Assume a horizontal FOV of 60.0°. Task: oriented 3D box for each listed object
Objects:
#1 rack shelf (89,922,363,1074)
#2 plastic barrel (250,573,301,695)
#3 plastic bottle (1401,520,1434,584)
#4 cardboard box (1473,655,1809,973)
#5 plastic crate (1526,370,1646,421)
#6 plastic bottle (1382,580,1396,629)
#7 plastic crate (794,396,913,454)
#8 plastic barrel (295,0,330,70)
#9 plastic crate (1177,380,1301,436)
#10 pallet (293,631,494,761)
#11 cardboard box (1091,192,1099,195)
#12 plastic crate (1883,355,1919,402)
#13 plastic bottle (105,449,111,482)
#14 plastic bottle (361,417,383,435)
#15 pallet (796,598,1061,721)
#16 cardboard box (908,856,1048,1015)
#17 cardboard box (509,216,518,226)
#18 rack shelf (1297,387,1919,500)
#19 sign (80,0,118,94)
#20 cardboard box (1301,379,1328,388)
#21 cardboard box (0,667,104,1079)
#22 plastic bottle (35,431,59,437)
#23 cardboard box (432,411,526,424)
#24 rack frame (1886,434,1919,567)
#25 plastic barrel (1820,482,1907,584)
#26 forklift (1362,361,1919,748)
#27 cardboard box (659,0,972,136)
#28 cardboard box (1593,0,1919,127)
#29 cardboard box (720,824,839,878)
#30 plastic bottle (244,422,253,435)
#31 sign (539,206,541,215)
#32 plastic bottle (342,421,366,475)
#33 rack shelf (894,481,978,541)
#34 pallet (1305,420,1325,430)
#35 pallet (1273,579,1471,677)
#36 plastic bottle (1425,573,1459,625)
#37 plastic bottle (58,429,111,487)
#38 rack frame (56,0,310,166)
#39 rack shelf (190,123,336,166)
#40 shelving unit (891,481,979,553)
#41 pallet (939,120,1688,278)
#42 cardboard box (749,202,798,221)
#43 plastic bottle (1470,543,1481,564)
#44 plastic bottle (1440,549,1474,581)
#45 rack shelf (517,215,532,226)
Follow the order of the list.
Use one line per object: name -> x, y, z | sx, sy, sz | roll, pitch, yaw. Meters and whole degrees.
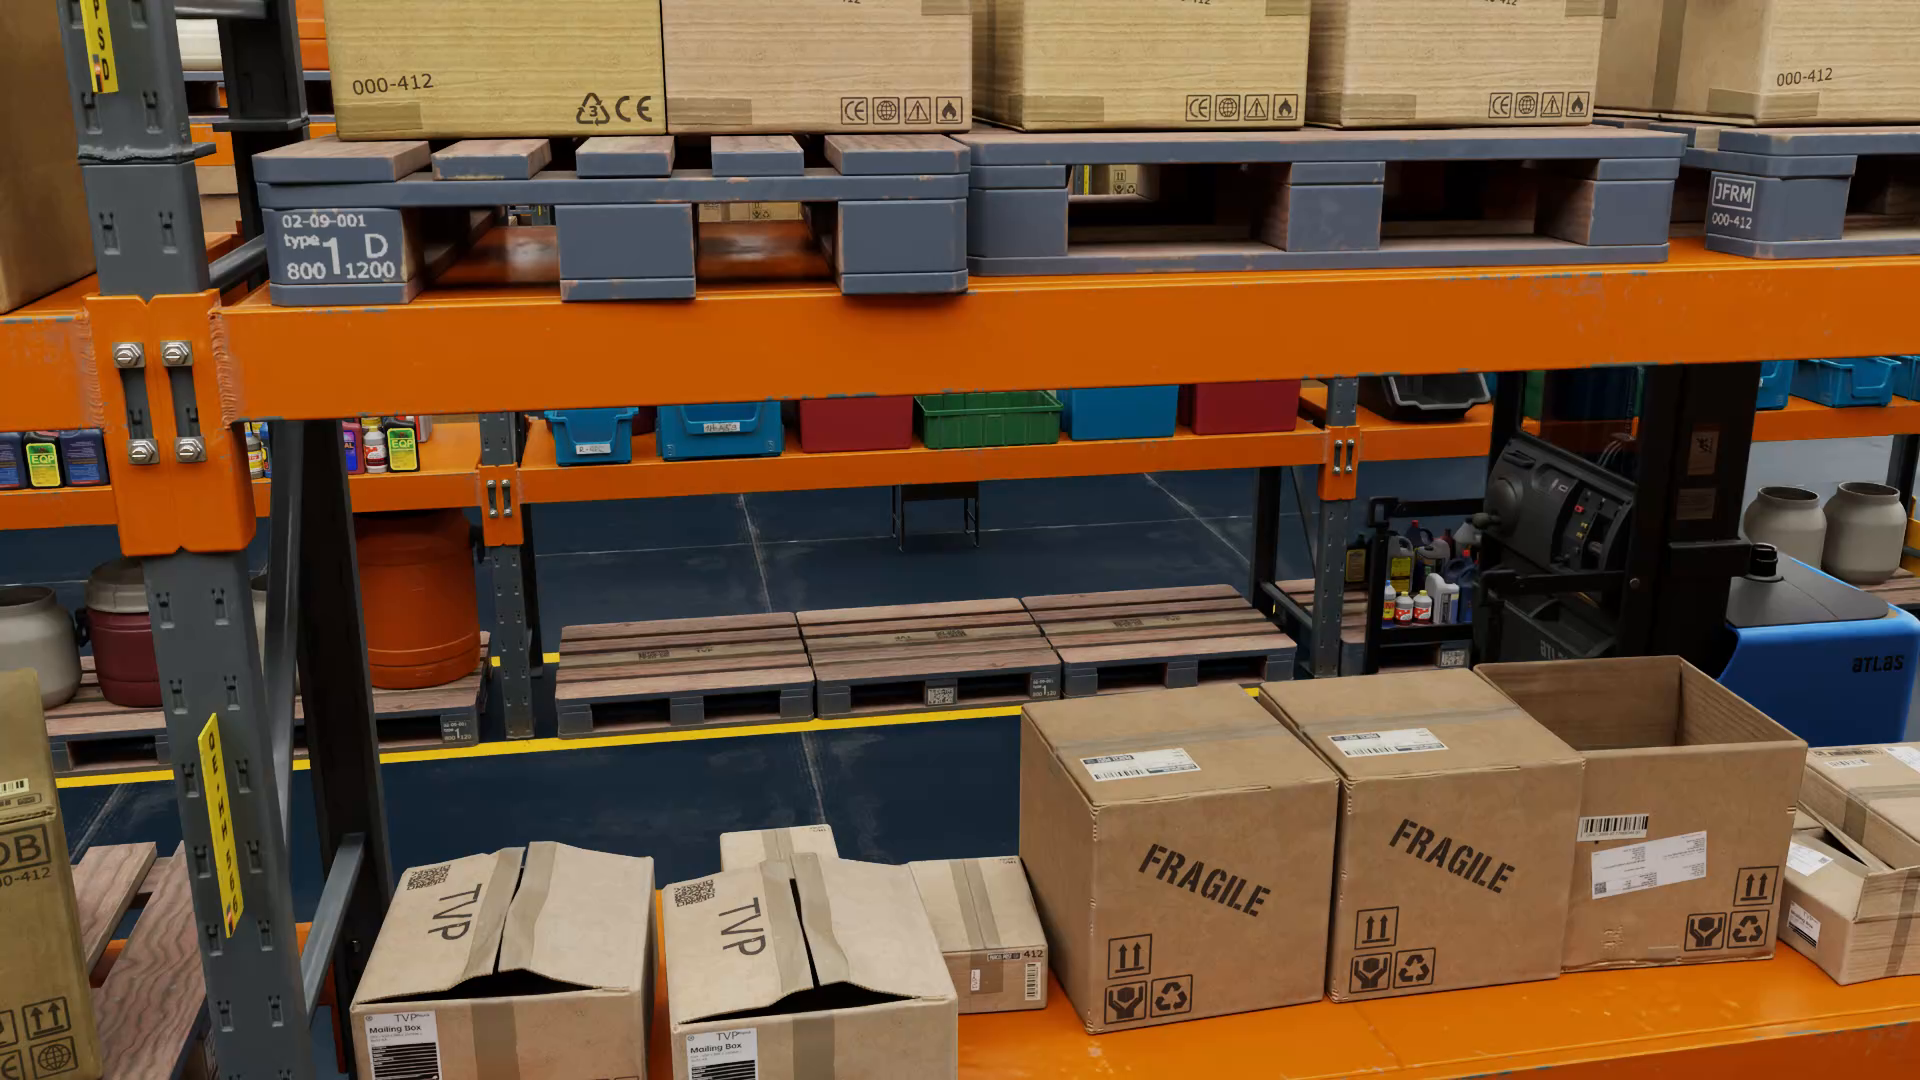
rack shelf -> -3.176, 1.241, 2.889 | 4.000, 0.370, 1.077 | -3, 17, -10
plastic barrel -> -3.163, 0.435, 7.808 | 0.421, 0.512, 0.421 | 0, 17, 0
plastic bottle -> 2.545, 0.061, 9.268 | 0.185, 0.351, 0.144 | -4, 18, -13
cardboard box -> 1.440, 0.582, 3.637 | 0.500, 0.500, 0.500 | -2, 17, -6
plastic crate -> 3.165, -0.759, 8.533 | 0.662, 0.188, 0.450 | -3, 17, -10
plastic bottle -> 2.175, 0.337, 8.503 | 0.097, 0.271, 0.097 | 0, 17, 0
plastic crate -> -0.504, -0.675, 7.792 | 0.583, 0.464, 0.402 | -3, 17, -10
plastic barrel -> -2.707, -2.452, 7.130 | 0.708, 0.830, 0.600 | -3, 17, -10
plastic crate -> 1.361, -0.781, 8.137 | 0.583, 0.464, 0.402 | -3, 17, -10
pallet -> -2.915, 0.746, 8.023 | 1.213, 0.211, 1.003 | -3, 17, -10
cardboard box -> 1.293, -2.491, 13.135 | 0.500, 0.500, 0.875 | -3, 17, -10
plastic crate -> 5.271, -0.903, 8.897 | 0.616, 0.251, 0.499 | -3, 17, -10
plastic bottle -> -3.587, -0.378, 7.132 | 0.133, 0.283, 0.061 | -3, 17, -10
plastic bottle -> -2.849, -0.613, 8.037 | 0.097, 0.201, 0.097 | 0, 17, 0
pallet -> -0.185, 0.591, 8.527 | 1.213, 0.211, 1.003 | -3, 17, -10
cardboard box -> 0.029, 0.818, 3.467 | 0.250, 0.149, 0.380 | -2, 17, -6
cardboard box -> -3.617, -2.170, 12.597 | 0.500, 0.500, 0.500 | -3, 17, -9
rack shelf -> 3.742, -0.633, 8.989 | 4.000, 0.370, 1.077 | -3, 17, -10
sign -> -1.112, -0.739, 2.120 | 0.005, 0.325, 0.100 | -3, 17, -10
cardboard box -> 2.951, -1.420, 13.867 | 0.500, 0.500, 0.500 | -2, 17, -5
cardboard box -> -1.810, 0.604, 2.850 | 0.500, 0.500, 0.700 | -10, 20, -29
plastic bottle -> -3.911, -0.378, 7.131 | 0.133, 0.283, 0.061 | -3, 17, -10
cardboard box -> -3.770, -1.223, 12.589 | 0.875, 0.875, 1.225 | -4, 18, -13
rack frame -> 5.706, -1.088, 9.247 | 0.127, 3.000, 1.000 | -3, 17, -10
plastic barrel -> 5.074, -0.041, 9.359 | 0.421, 0.512, 0.421 | 0, 17, 0
forklift -> 2.065, -0.148, 6.303 | 3.031, 2.935, 1.130 | -3, 17, -9
cardboard box -> -0.267, -0.853, 2.913 | 0.500, 0.250, 0.500 | -3, 17, -9
cardboard box -> 1.569, -0.937, 3.186 | 0.500, 0.250, 0.500 | -5, 18, -16
cardboard box -> -0.382, 0.776, 3.605 | 0.250, 0.149, 0.380 | -3, 17, -10
plastic bottle -> -3.456, -0.623, 7.931 | 0.133, 0.283, 0.061 | -3, 17, -10
sign -> -2.980, -2.464, 11.754 | 0.005, 0.325, 0.100 | -3, 17, -10
plastic bottle -> -2.691, -0.429, 7.297 | 0.133, 0.283, 0.061 | -3, 17, -10
rack shelf -> -0.163, -0.312, 10.683 | 0.480, 0.518, 0.431 | -3, 17, -10
pallet -> 2.692, -1.077, 13.959 | 1.213, 0.211, 1.003 | -3, 17, -10
pallet -> 2.446, 0.442, 9.013 | 1.213, 0.211, 1.003 | -3, 17, -10
plastic bottle -> 2.487, 0.309, 8.587 | 0.135, 0.276, 0.152 | -3, 17, -8
plastic bottle -> -3.751, -0.413, 7.132 | 0.185, 0.351, 0.144 | -3, 17, -10
rack frame -> -1.213, -2.082, 2.265 | 0.127, 3.000, 1.000 | -3, 17, -10
rack shelf -> -4.112, -1.621, 7.098 | 4.000, 0.370, 1.077 | -3, 17, -10
shelving unit -> -0.163, -0.995, 10.473 | 0.503, 2.100, 0.431 | -3, 17, -10
pallet -> 0.534, -0.685, 3.146 | 1.213, 0.211, 1.003 | -2, 17, -8
cardboard box -> -1.954, -3.585, 17.206 | 0.500, 0.500, 0.500 | -3, 17, -11
plastic bottle -> 2.907, 0.103, 9.244 | 0.133, 0.283, 0.061 | -3, 17, -10
plastic bottle -> 2.623, 0.223, 8.738 | 0.185, 0.351, 0.144 | -3, 17, -10
rack shelf -> -5.894, -3.051, 16.861 | 4.000, 0.370, 1.077 | -3, 17, -10
